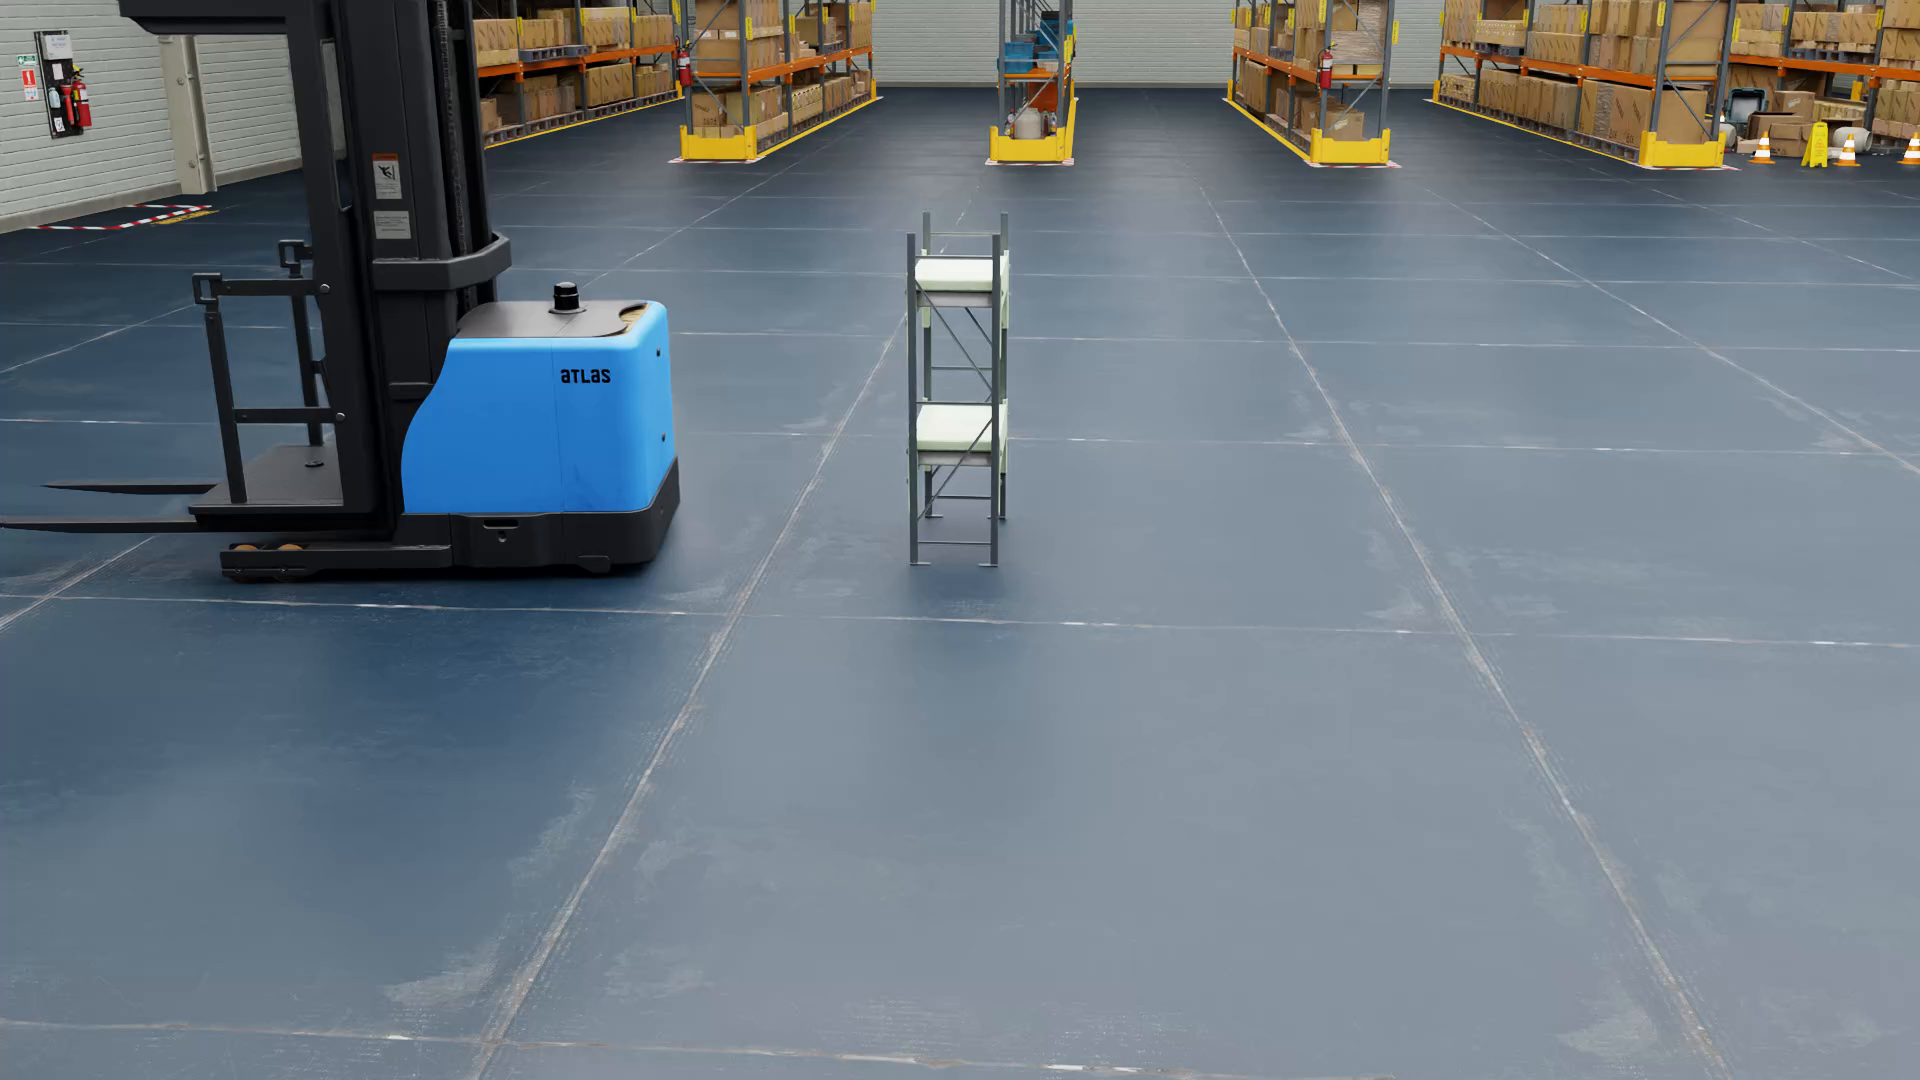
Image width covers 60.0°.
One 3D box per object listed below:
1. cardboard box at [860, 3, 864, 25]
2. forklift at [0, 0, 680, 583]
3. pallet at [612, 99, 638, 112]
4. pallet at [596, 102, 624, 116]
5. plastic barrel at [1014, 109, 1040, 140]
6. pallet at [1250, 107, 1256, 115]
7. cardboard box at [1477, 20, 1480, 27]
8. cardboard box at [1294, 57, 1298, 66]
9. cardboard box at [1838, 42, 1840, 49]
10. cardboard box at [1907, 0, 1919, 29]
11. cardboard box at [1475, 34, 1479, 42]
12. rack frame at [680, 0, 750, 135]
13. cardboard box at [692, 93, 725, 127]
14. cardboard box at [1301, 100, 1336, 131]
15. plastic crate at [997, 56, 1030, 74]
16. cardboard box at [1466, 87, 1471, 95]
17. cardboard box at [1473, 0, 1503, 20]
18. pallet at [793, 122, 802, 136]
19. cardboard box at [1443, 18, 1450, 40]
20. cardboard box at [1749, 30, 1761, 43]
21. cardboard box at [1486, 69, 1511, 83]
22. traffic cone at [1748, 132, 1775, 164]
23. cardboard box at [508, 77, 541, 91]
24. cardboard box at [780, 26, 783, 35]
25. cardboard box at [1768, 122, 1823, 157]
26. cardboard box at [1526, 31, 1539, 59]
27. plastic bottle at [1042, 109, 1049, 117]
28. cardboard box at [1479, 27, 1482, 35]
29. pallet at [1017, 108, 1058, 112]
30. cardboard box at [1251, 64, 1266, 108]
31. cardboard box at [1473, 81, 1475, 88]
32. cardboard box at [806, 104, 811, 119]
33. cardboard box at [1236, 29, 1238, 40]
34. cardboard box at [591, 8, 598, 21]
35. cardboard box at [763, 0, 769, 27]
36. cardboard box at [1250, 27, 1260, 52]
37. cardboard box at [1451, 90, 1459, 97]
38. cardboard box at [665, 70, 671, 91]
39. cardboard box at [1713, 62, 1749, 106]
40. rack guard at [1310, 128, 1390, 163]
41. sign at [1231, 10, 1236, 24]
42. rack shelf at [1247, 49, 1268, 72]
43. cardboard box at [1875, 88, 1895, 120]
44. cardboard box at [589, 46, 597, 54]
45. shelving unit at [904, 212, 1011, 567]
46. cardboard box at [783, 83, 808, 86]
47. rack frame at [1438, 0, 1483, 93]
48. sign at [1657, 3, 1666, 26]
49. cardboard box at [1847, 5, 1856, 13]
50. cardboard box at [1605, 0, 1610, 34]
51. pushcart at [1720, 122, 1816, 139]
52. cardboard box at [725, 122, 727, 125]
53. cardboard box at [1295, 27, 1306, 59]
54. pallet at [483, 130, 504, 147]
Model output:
[{"bbox_3d":[-2.550,-12.386,39.139,0.500,0.500,0.500,2,18,6],"label":"cardboard box"},{"bbox_3d":[-2.896,-1.370,7.397,3.031,2.935,1.130,0,18,-1],"label":"forklift"},{"bbox_3d":[-7.895,-9.786,37.449,1.003,0.211,1.213,1,18,4],"label":"pallet"},{"bbox_3d":[-7.980,-9.406,36.290,1.003,0.211,1.213,1,18,4],"label":"pallet"},{"bbox_3d":[1.077,-6.628,26.653,0.421,0.512,0.421,0,18,0],"label":"plastic barrel"},{"bbox_3d":[6.927,-9.454,36.437,1.003,0.211,1.213,1,18,4],"label":"pallet"},{"bbox_3d":[11.360,-11.129,35.844,0.380,0.149,0.250,2,18,7],"label":"cardboard box"},{"bbox_3d":[5.987,-8.279,28.776,0.380,0.149,0.250,1,18,4],"label":"cardboard box"},{"bbox_3d":[16.188,-8.957,30.170,0.380,0.149,0.250,1,18,2],"label":"cardboard box"},{"bbox_3d":[15.848,-8.533,26.905,0.700,0.500,0.500,1,18,3],"label":"cardboard box"},{"bbox_3d":[11.360,-10.847,35.937,0.380,0.149,0.250,0,18,1],"label":"cardboard box"},{"bbox_3d":[-3.834,-7.516,26.043,1.000,3.000,0.127,1,18,4],"label":"rack frame"},{"bbox_3d":[-4.092,-6.938,26.818,0.500,0.500,0.500,1,18,4],"label":"cardboard box"},{"bbox_3d":[6.265,-7.424,29.104,0.500,0.500,0.500,1,18,2],"label":"cardboard box"},{"bbox_3d":[0.844,-7.496,26.220,0.499,0.251,0.616,1,18,4],"label":"plastic crate"},{"bbox_3d":[11.559,-10.054,37.215,0.380,0.149,0.250,0,18,1],"label":"cardboard box"},{"bbox_3d":[11.611,-11.695,36.552,0.500,0.500,0.500,1,18,2],"label":"cardboard box"},{"bbox_3d":[-3.533,-7.663,30.970,1.003,0.211,1.213,1,18,4],"label":"pallet"},{"bbox_3d":[11.826,-12.176,39.628,0.500,0.500,0.500,2,18,7],"label":"cardboard box"},{"bbox_3d":[16.335,-10.198,33.667,0.500,0.250,0.500,1,18,2],"label":"cardboard box"},{"bbox_3d":[11.494,-9.858,35.325,0.500,0.250,0.500,2,18,5],"label":"cardboard box"},{"bbox_3d":[12.441,-6.079,25.733,0.336,0.463,0.334,1,18,4],"label":"traffic cone"},{"bbox_3d":[-8.391,-8.773,31.982,0.500,0.250,0.500,1,18,2],"label":"cardboard box"},{"bbox_3d":[-3.353,-9.025,29.446,0.380,0.149,0.250,1,18,4],"label":"cardboard box"},{"bbox_3d":[13.532,-6.488,26.916,0.797,0.503,0.637,-13,22,-34],"label":"cardboard box"},{"bbox_3d":[11.258,-9.550,32.091,0.500,0.500,0.500,1,18,5],"label":"cardboard box"},{"bbox_3d":[1.490,-7.394,29.217,0.144,0.351,0.185,1,18,4],"label":"plastic bottle"},{"bbox_3d":[11.343,-10.907,35.645,0.380,0.149,0.250,1,18,3],"label":"cardboard box"},{"bbox_3d":[1.695,-8.810,34.469,1.003,0.211,1.213,1,18,4],"label":"pallet"},{"bbox_3d":[6.762,-9.459,34.710,1.225,0.875,0.875,1,18,4],"label":"cardboard box"},{"bbox_3d":[11.612,-10.122,36.946,0.380,0.149,0.250,2,18,5],"label":"cardboard box"},{"bbox_3d":[-3.162,-8.249,32.020,0.500,0.250,0.500,2,18,5],"label":"cardboard box"},{"bbox_3d":[6.859,-12.028,39.578,0.500,0.250,0.500,1,18,3],"label":"cardboard box"},{"bbox_3d":[-7.874,-10.967,34.700,0.500,0.250,0.500,1,18,3],"label":"cardboard box"},{"bbox_3d":[-3.644,-8.972,28.242,0.700,0.500,0.500,1,18,4],"label":"cardboard box"},{"bbox_3d":[6.624,-10.931,36.304,0.500,0.500,0.500,1,18,4],"label":"cardboard box"},{"bbox_3d":[11.673,-10.416,38.798,0.380,0.149,0.250,0,18,1],"label":"cardboard box"},{"bbox_3d":[-7.579,-11.387,41.196,0.700,0.500,0.500,1,18,4],"label":"cardboard box"},{"bbox_3d":[16.827,-9.795,35.736,0.875,0.875,0.875,2,18,6],"label":"cardboard box"},{"bbox_3d":[6.052,-6.129,25.826,1.175,0.500,0.348,1,18,4],"label":"rack guard"},{"bbox_3d":[6.640,-12.726,40.427,0.100,0.325,0.005,1,18,4],"label":"sign"},{"bbox_3d":[6.763,-10.058,34.955,1.077,0.370,4.000,1,18,4],"label":"rack shelf"},{"bbox_3d":[15.906,-7.387,28.186,0.500,0.500,0.500,2,18,7],"label":"cardboard box"},{"bbox_3d":[-7.817,-10.256,34.777,0.380,0.149,0.250,2,18,6],"label":"cardboard box"},{"bbox_3d":[0.000,-0.711,7.683,0.431,1.500,0.755,1,18,4],"label":"shelving unit"},{"bbox_3d":[-3.428,-9.318,34.849,0.500,0.500,0.500,2,18,6],"label":"cardboard box"},{"bbox_3d":[12.133,-12.121,40.097,1.000,3.000,0.127,1,18,4],"label":"rack frame"},{"bbox_3d":[10.446,-7.831,24.764,0.100,0.325,0.005,1,18,4],"label":"sign"},{"bbox_3d":[16.058,-9.460,29.621,0.380,0.149,0.250,1,18,2],"label":"cardboard box"},{"bbox_3d":[11.289,-8.691,27.654,0.875,0.550,0.550,1,18,4],"label":"cardboard box"},{"bbox_3d":[13.940,-7.104,28.997,1.648,0.377,0.936,-5,19,-15],"label":"pushcart"},{"bbox_3d":[-4.067,-6.738,27.409,0.500,0.250,0.500,1,18,4],"label":"cardboard box"},{"bbox_3d":[6.168,-8.432,28.201,0.875,0.500,0.500,1,18,4],"label":"cardboard box"},{"bbox_3d":[-8.586,-6.953,28.804,1.003,0.211,1.213,1,18,4],"label":"pallet"}]
